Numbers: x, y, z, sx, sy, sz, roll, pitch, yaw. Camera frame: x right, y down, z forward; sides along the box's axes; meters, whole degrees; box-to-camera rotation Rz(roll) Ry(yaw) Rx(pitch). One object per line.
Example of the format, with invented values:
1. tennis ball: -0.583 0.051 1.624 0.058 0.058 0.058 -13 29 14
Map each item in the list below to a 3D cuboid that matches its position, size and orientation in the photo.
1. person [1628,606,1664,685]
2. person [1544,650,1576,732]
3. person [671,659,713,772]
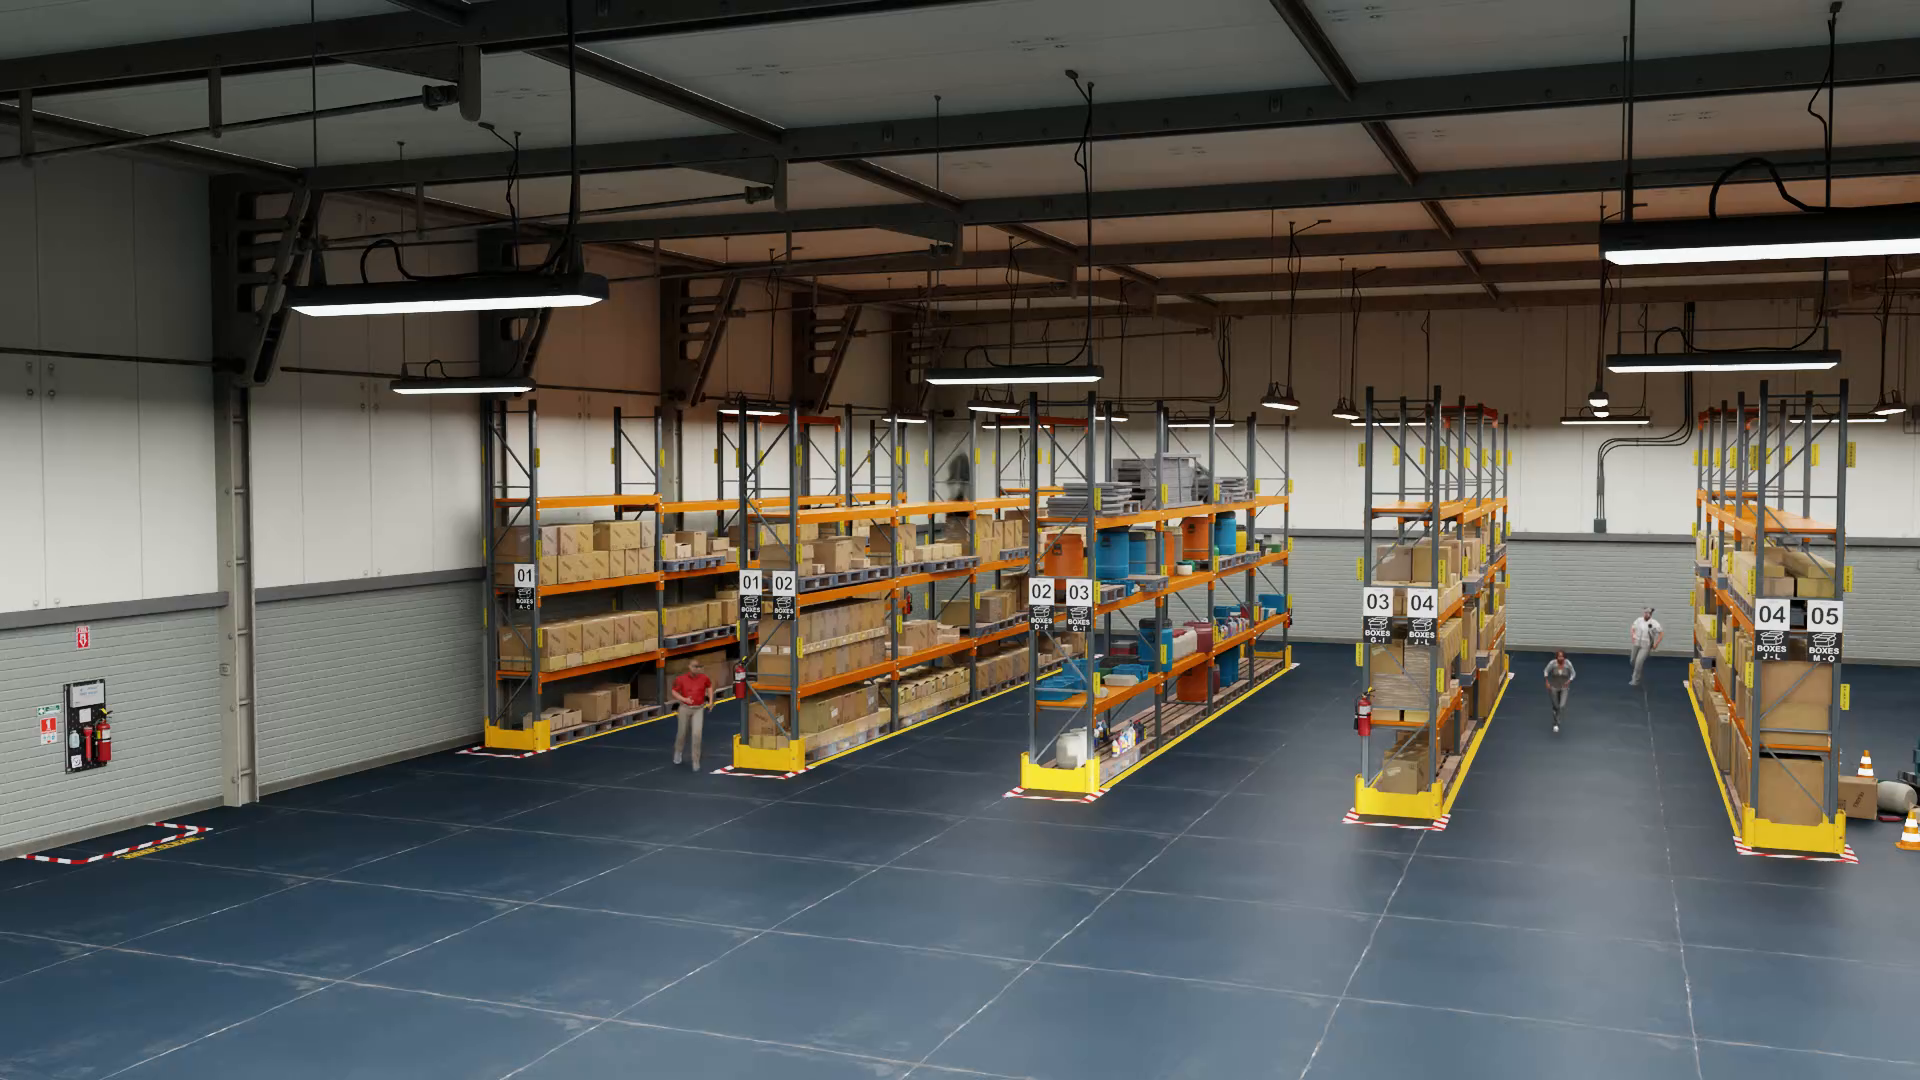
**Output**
1. person: 15.159 2.325 36.783 0.747 1.747 0.785 3 4 42
2. person: 10.995 2.755 30.516 0.532 1.537 0.714 1 3 13
3. person: -4.327 2.814 26.927 0.698 1.779 0.852 -1 3 -18
